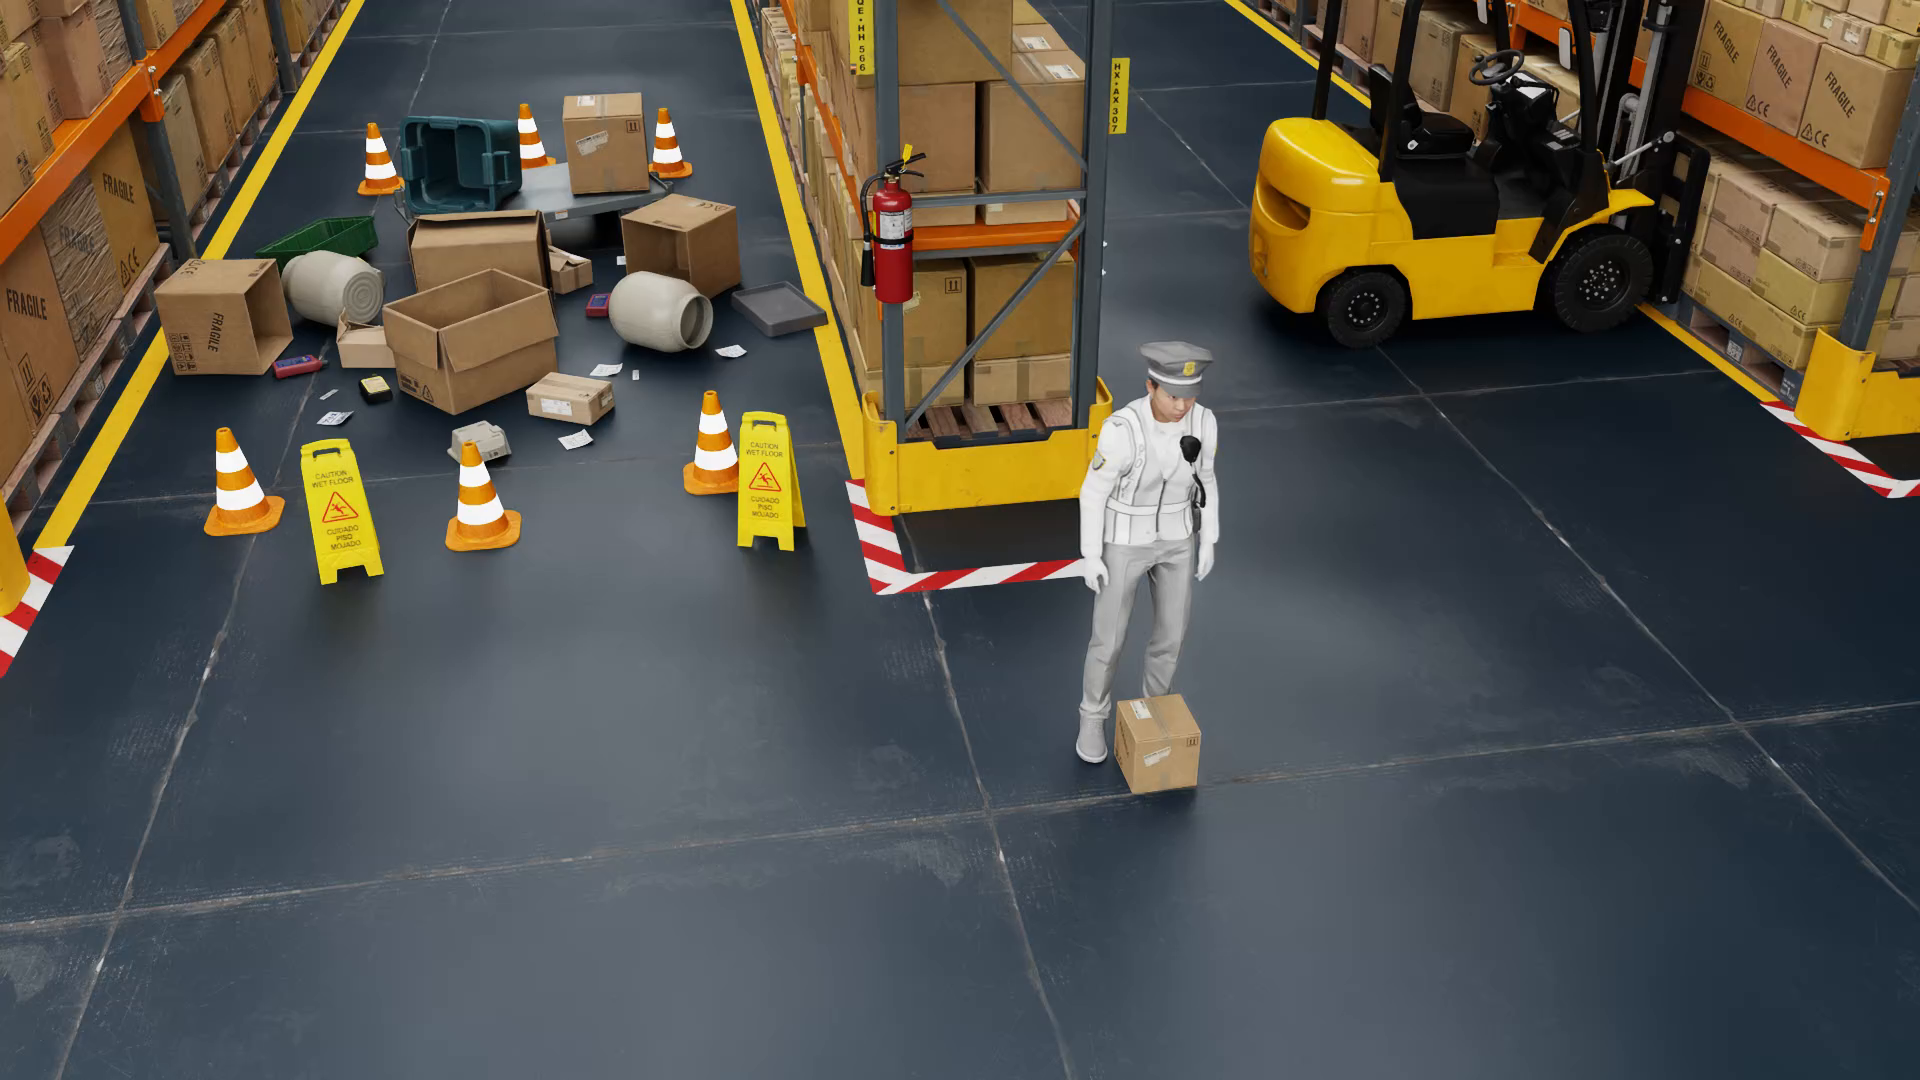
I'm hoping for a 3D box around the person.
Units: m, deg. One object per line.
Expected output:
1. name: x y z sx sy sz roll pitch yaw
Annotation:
1. person: 0.690 0.034 6.073 0.538 1.662 0.374 -7 32 -12
